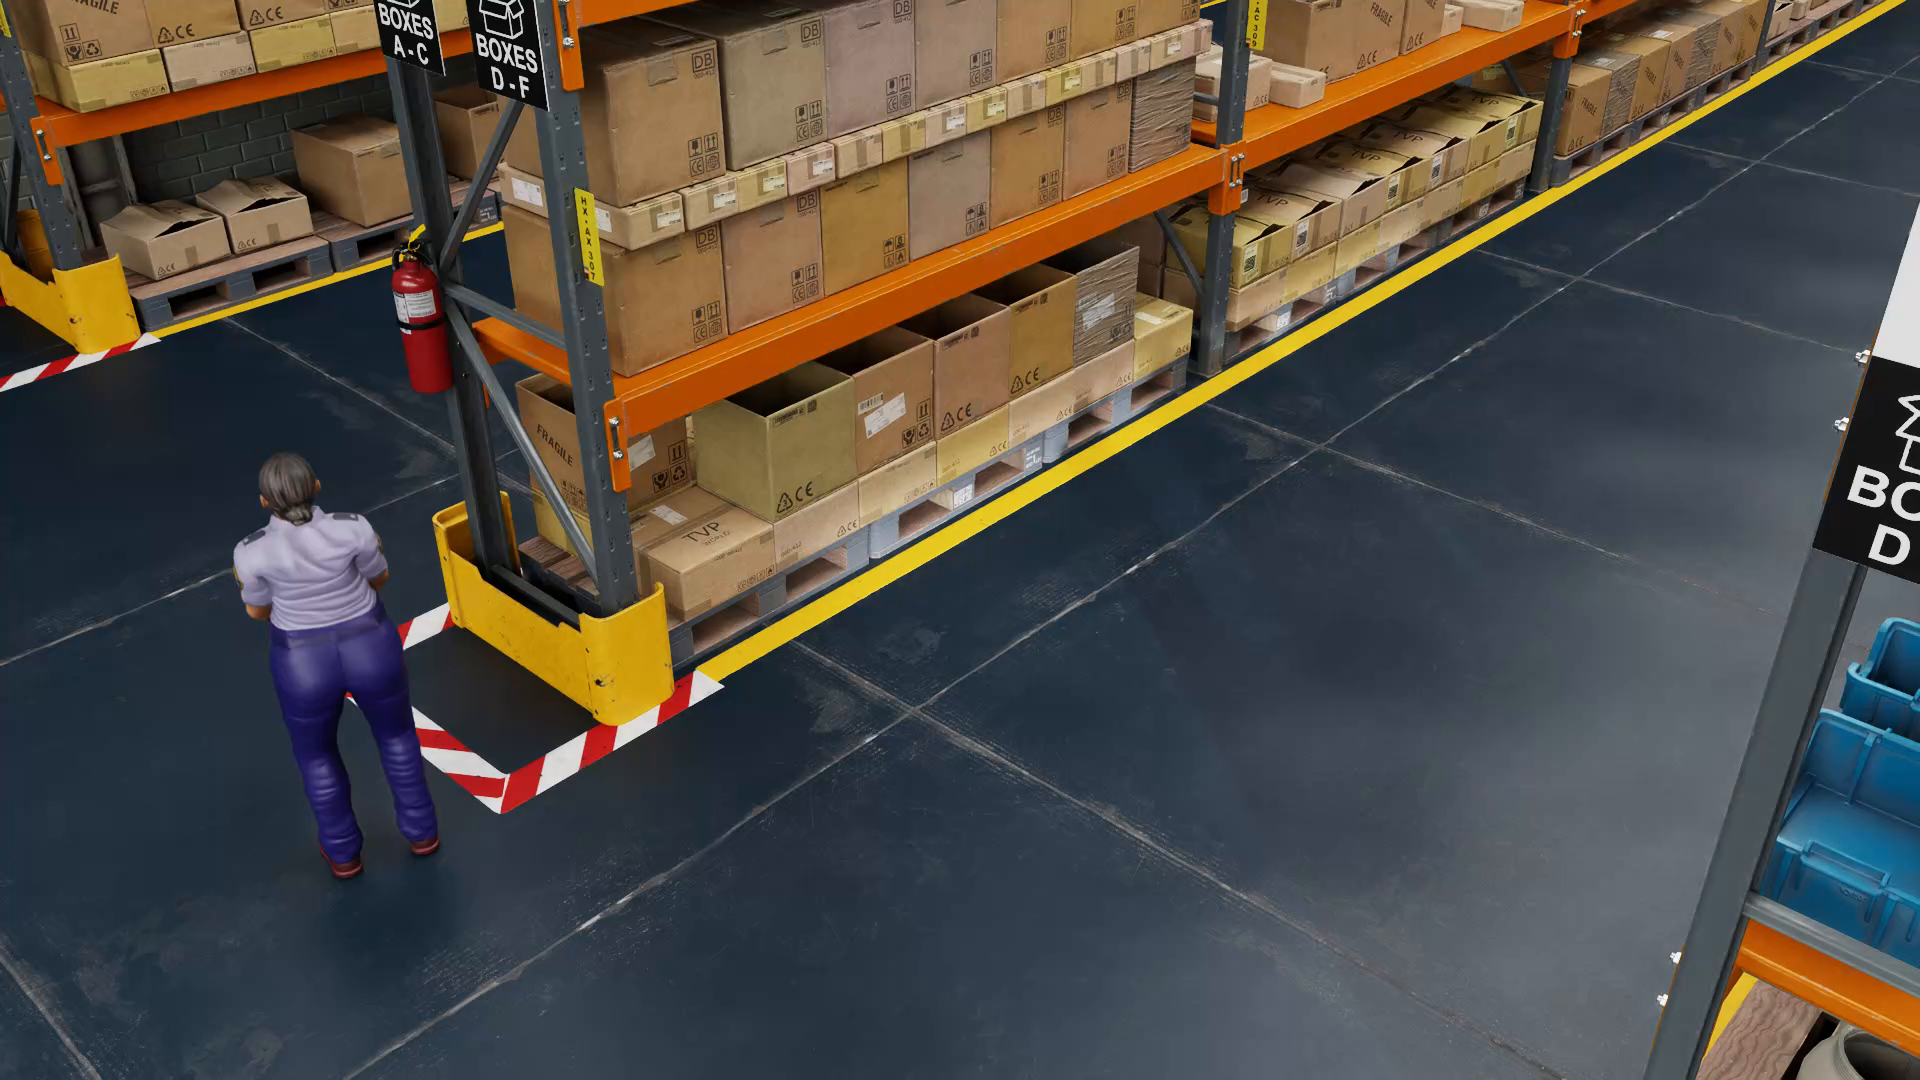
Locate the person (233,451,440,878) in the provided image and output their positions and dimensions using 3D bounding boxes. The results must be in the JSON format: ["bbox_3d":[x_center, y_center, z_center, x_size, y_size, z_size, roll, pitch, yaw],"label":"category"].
[{"bbox_3d":[-2.102,0.369,5.557,0.452,1.634,0.522,-15,35,-23],"label":"person"}]
